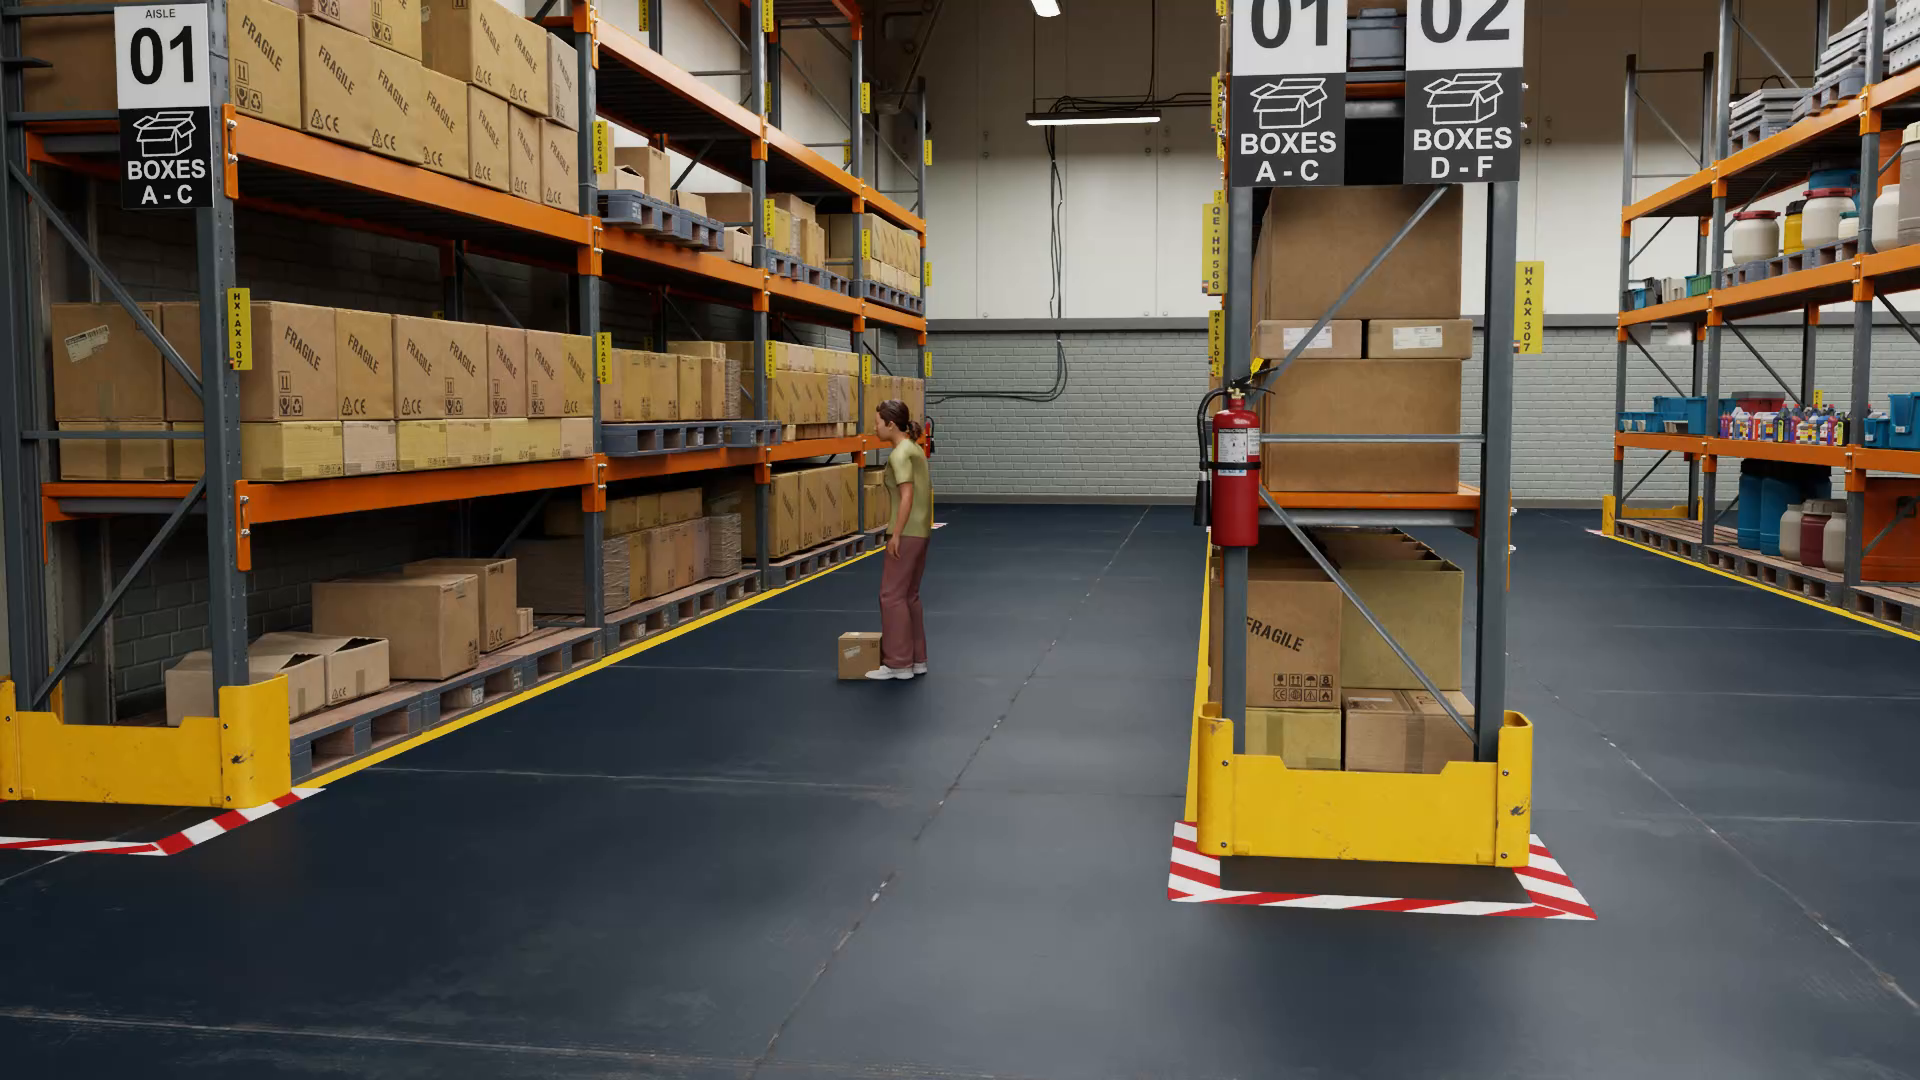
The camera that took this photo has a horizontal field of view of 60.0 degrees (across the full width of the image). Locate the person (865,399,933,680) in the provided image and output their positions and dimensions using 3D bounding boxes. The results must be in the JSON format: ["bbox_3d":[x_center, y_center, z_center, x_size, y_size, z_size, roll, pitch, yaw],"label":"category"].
[{"bbox_3d":[-0.369,-0.008,9.964,0.404,1.673,0.500,1,5,8],"label":"person"}]
